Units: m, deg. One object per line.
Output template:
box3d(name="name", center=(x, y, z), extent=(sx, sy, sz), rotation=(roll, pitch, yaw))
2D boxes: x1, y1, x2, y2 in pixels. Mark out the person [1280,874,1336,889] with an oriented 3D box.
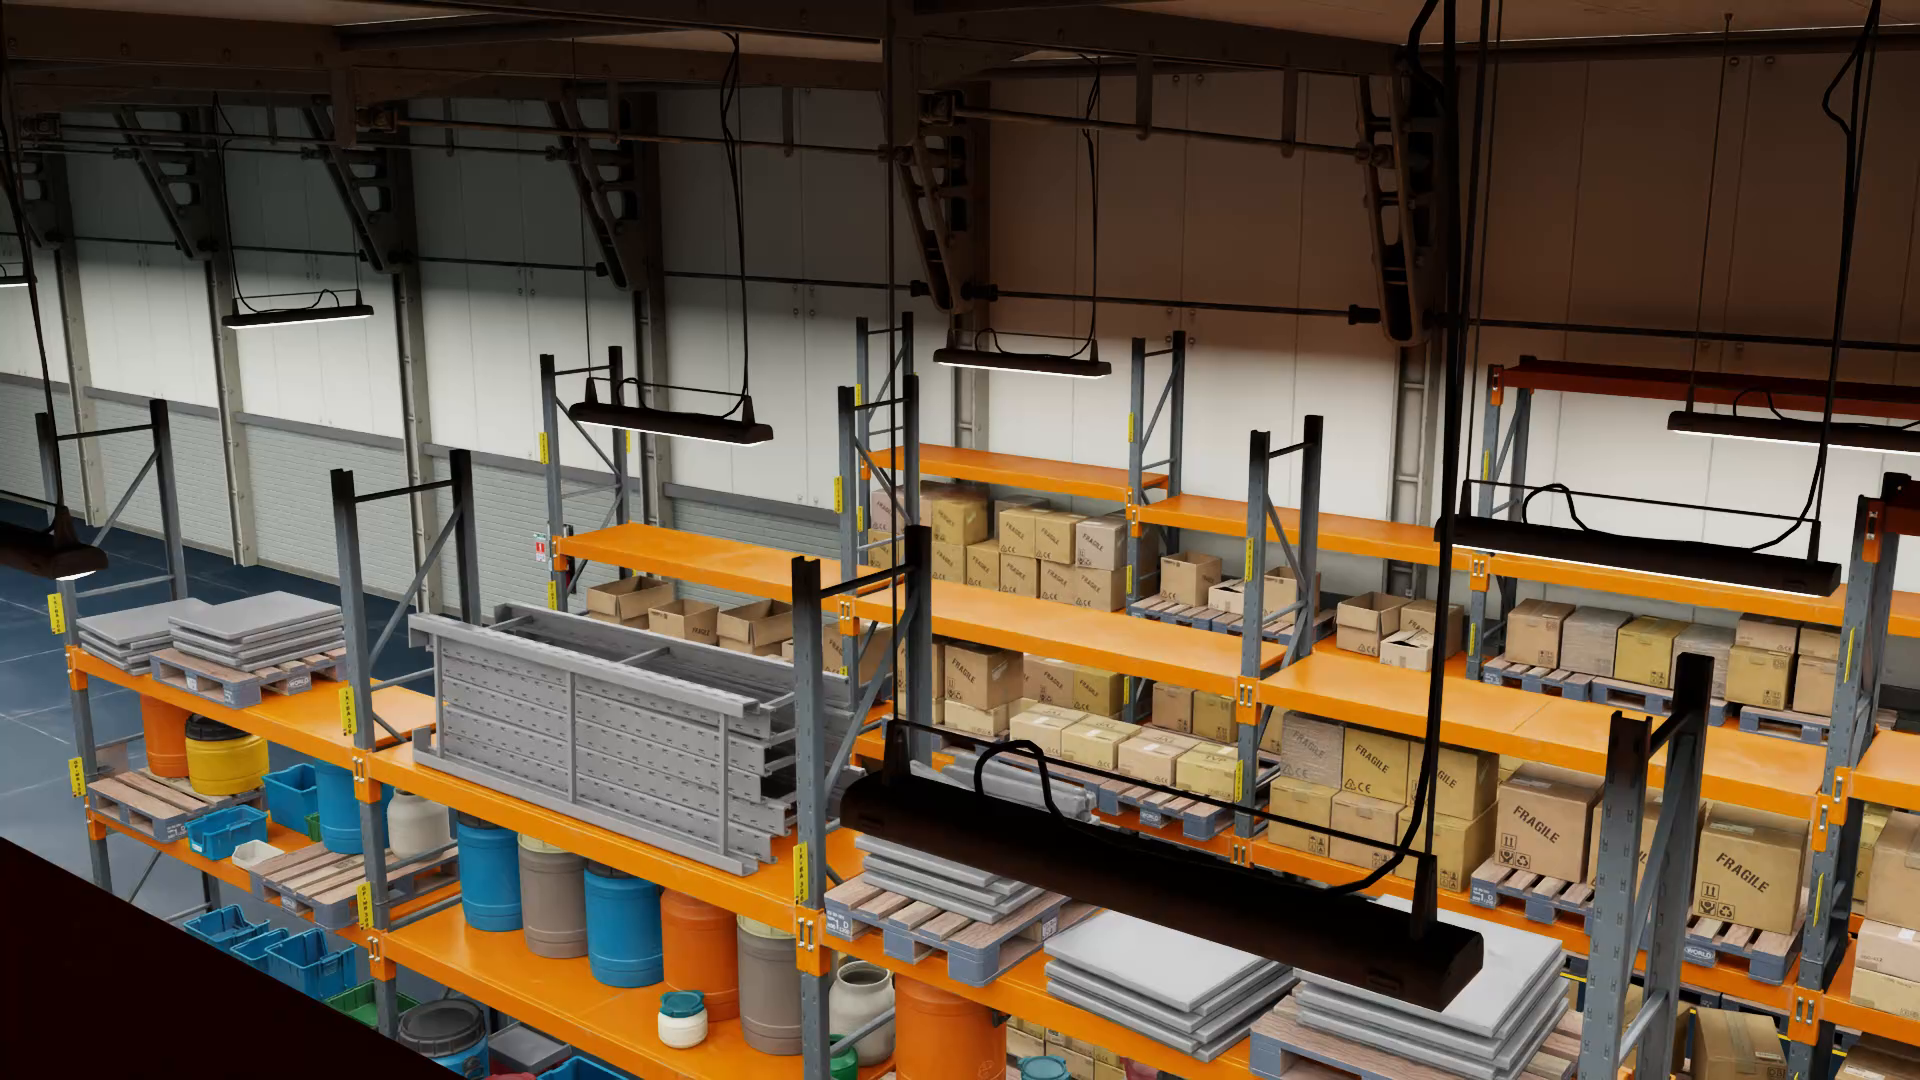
box3d(name="person", center=(3.584, 3.405, 16.962), extent=(1.022, 1.604, 0.506), rotation=(9, 16, 34))
